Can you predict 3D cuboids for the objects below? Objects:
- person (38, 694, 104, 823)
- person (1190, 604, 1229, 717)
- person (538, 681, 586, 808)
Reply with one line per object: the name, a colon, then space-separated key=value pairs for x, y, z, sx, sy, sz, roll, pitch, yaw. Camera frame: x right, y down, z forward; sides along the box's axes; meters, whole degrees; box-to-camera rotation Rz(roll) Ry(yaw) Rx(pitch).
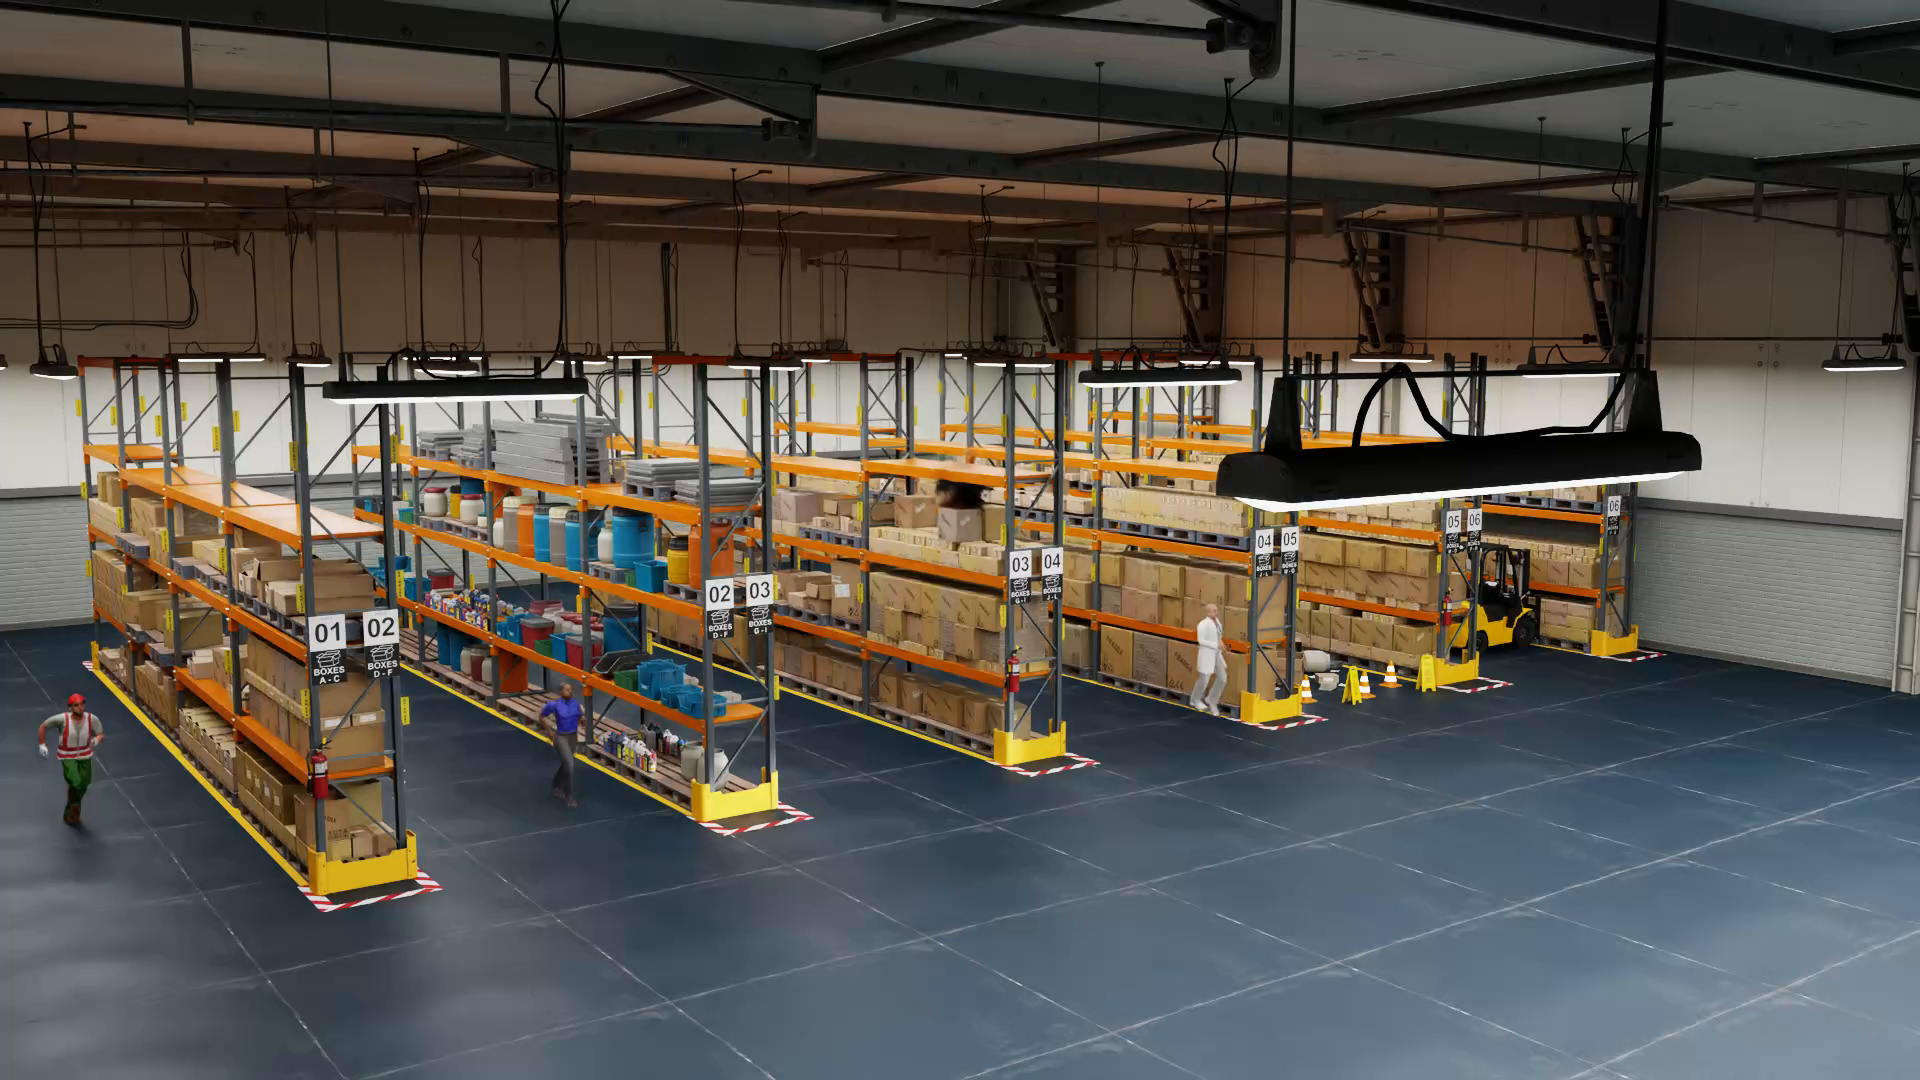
person: x=-11.468 y=2.847 z=21.560 sx=0.740 sy=1.726 sz=0.707 roll=7 pitch=10 yaw=44
person: x=4.113 y=1.968 z=27.145 sx=0.725 sy=1.884 sz=0.778 roll=-7 pitch=10 yaw=-44
person: x=-5.388 y=2.827 z=22.696 sx=0.774 sy=1.619 sz=0.558 roll=5 pitch=9 yaw=37
